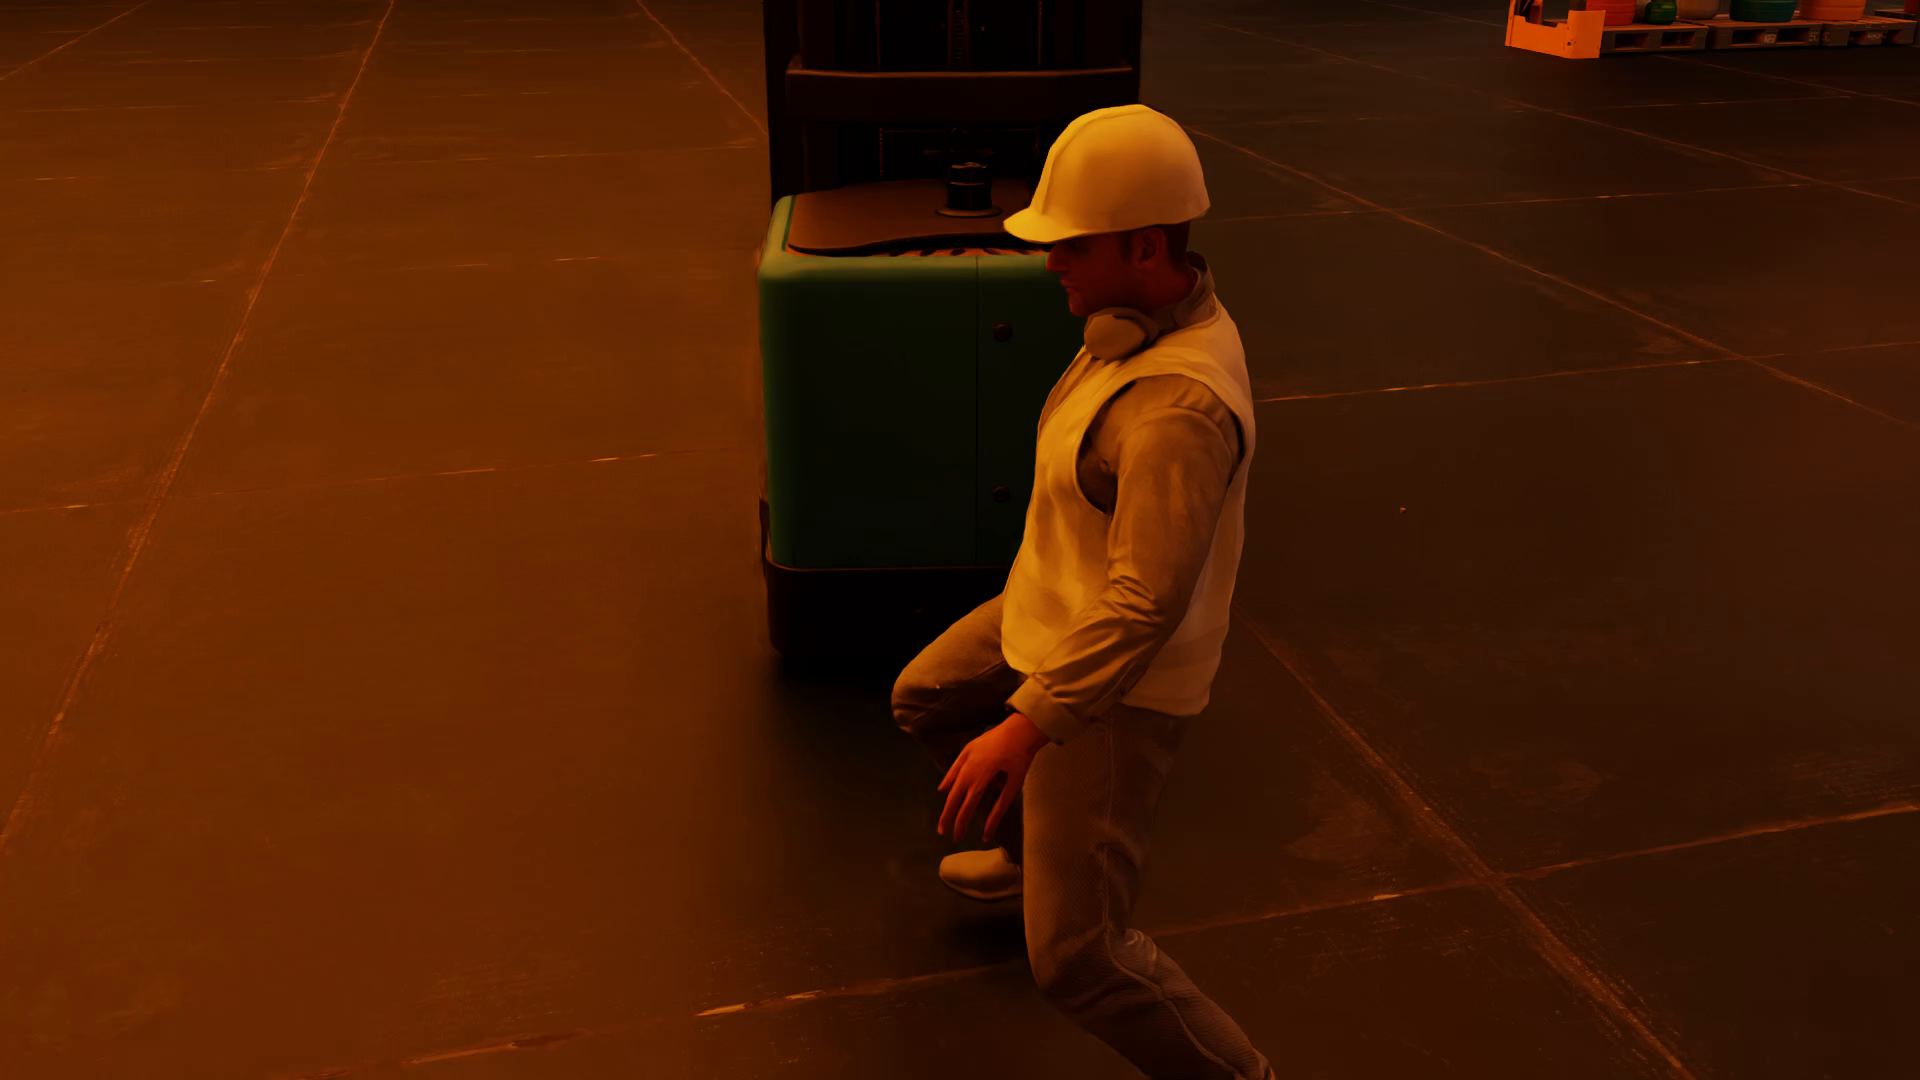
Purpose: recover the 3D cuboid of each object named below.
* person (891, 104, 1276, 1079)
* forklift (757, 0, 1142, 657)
[{"bbox_3d":[0.195,0.149,2.643,0.664,1.648,0.936,1,23,1],"label":"person"},{"bbox_3d":[-0.034,-1.587,5.040,1.130,2.935,3.031,-1,23,-3],"label":"forklift"}]
